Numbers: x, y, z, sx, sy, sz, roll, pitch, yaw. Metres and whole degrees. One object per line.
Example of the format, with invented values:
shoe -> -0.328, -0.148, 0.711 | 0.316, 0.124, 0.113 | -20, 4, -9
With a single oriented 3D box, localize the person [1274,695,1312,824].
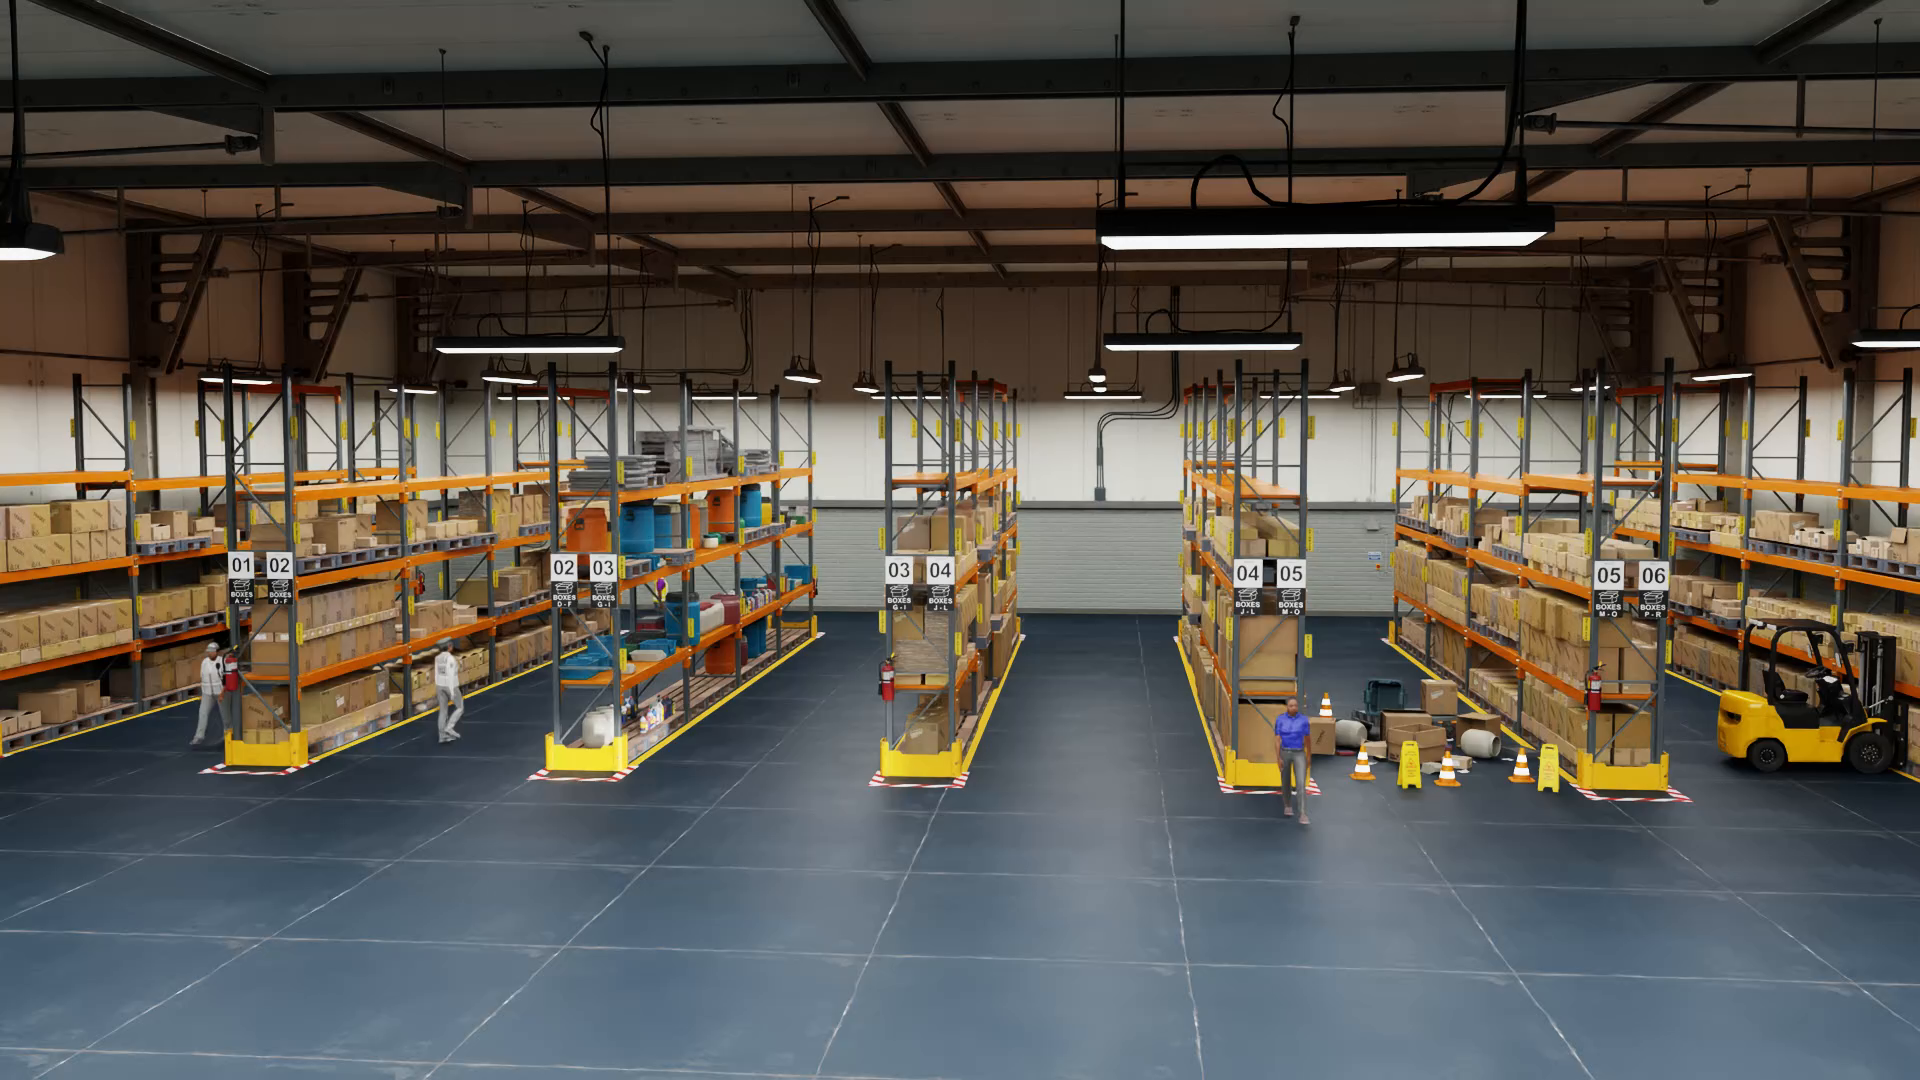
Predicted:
person -> 4.245, 2.778, 21.223 | 0.464, 1.609, 0.992 | 1, 4, 14

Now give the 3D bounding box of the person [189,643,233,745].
person -> -11.880, 2.436, 26.452 | 0.507, 1.605, 1.005 | 0, 4, -7

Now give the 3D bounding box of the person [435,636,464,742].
person -> -8.265, 2.395, 26.778 | 0.519, 1.675, 0.457 | 1, 4, 17

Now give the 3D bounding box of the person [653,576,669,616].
person -> -7.145, 1.510, 39.870 | 0.499, 1.814, 0.642 | -1, 4, -19

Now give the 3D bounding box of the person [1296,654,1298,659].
person -> 7.269, 1.811, 36.397 | 0.526, 1.695, 0.381 | -1, 4, -19
